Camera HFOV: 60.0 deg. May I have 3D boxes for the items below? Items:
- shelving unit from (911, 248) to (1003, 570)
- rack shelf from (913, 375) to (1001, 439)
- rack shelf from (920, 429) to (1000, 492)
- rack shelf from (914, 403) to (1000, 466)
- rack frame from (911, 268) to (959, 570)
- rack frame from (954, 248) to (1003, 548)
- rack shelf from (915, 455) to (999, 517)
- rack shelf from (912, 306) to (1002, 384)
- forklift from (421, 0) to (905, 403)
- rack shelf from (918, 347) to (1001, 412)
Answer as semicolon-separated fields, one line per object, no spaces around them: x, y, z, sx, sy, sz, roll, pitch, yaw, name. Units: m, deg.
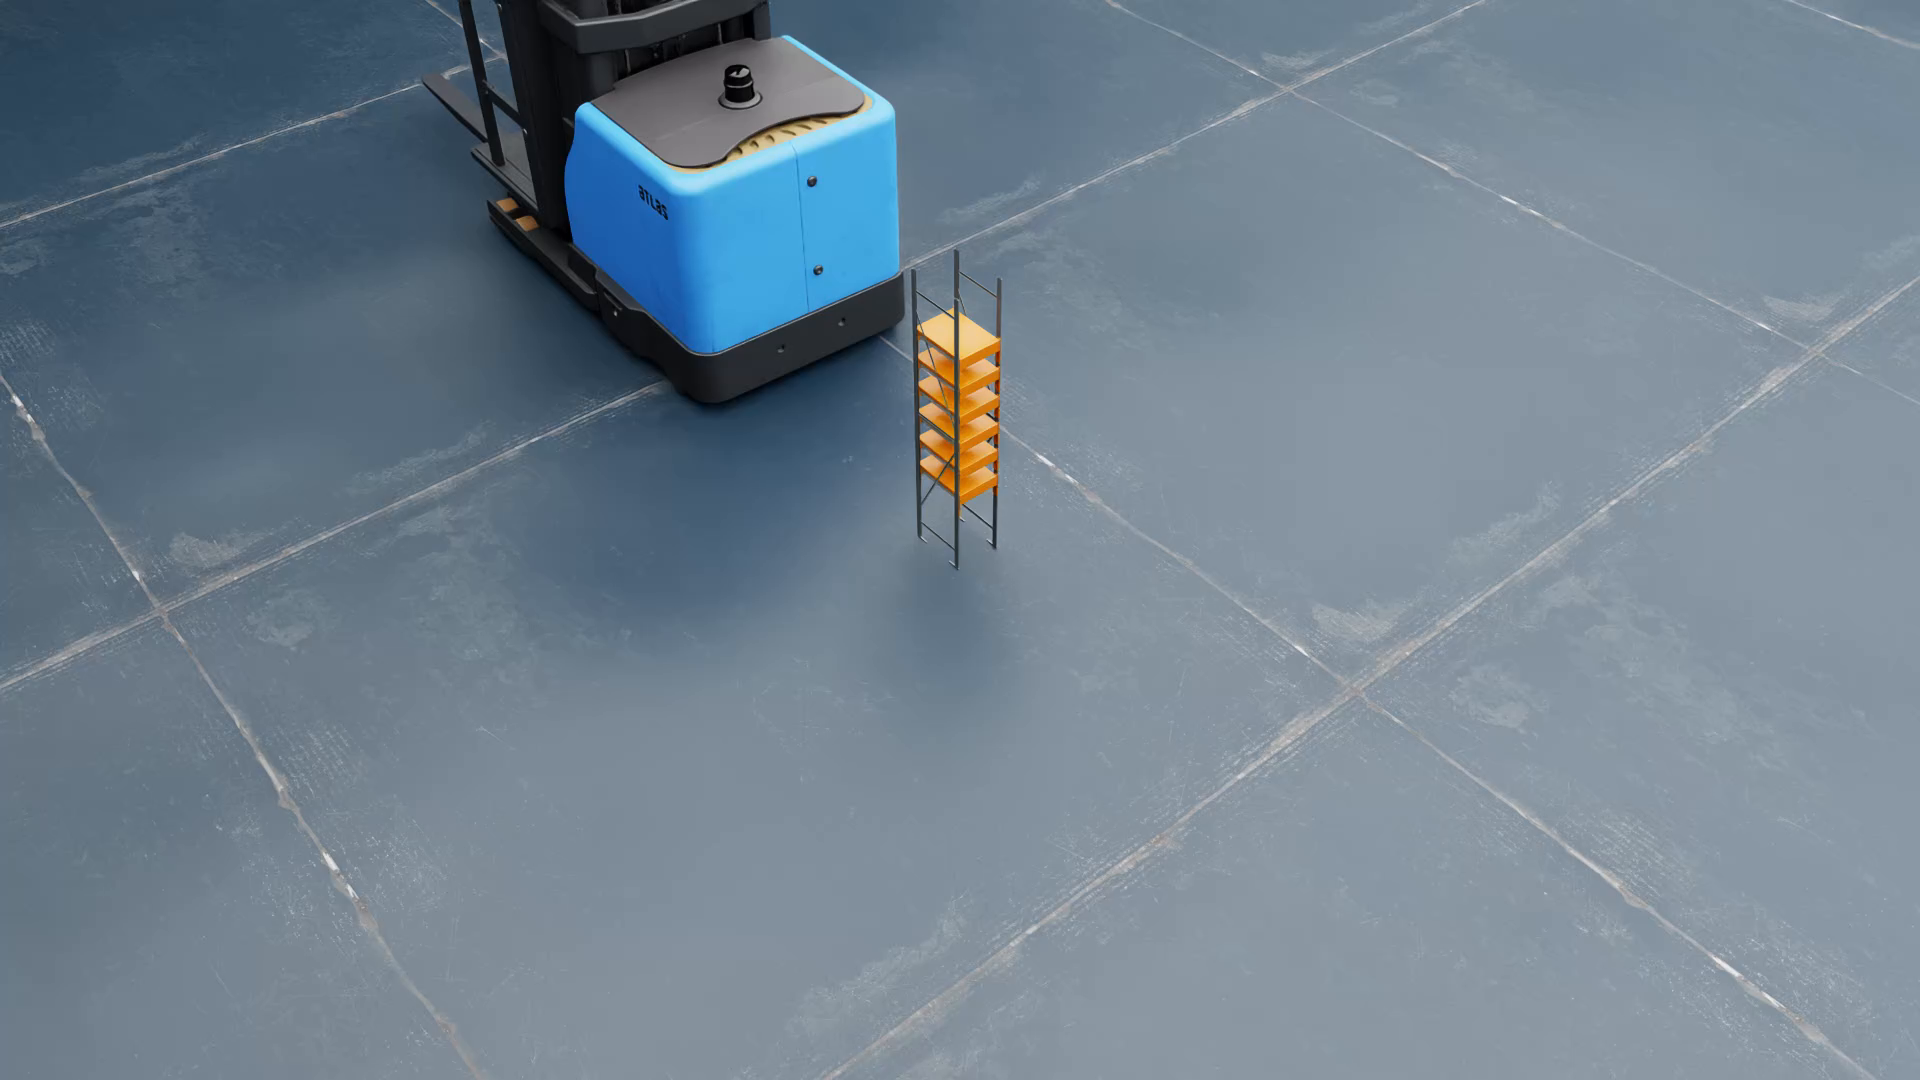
-0.011;-0.431;5.832;0.189;1.200;0.258;-30;51;-28;shelving unit
-0.011;-0.486;5.781;0.180;0.103;0.258;-30;51;-28;rack shelf
-0.011;-0.311;5.945;0.180;0.103;0.258;-30;51;-28;rack shelf
-0.011;-0.399;5.863;0.180;0.103;0.258;-30;51;-28;rack shelf
-0.081;-0.391;5.790;0.006;1.200;0.240;-30;51;-28;rack frame
0.059;-0.471;5.875;0.006;1.200;0.240;-30;51;-28;rack frame
-0.011;-0.224;6.027;0.180;0.103;0.258;-30;51;-28;rack shelf
-0.011;-0.661;5.616;0.180;0.103;0.258;-30;51;-28;rack shelf
-1.538;-2.579;6.855;1.130;2.935;3.031;-28;50;-27;forklift
-0.011;-0.574;5.699;0.180;0.103;0.258;-30;51;-28;rack shelf
